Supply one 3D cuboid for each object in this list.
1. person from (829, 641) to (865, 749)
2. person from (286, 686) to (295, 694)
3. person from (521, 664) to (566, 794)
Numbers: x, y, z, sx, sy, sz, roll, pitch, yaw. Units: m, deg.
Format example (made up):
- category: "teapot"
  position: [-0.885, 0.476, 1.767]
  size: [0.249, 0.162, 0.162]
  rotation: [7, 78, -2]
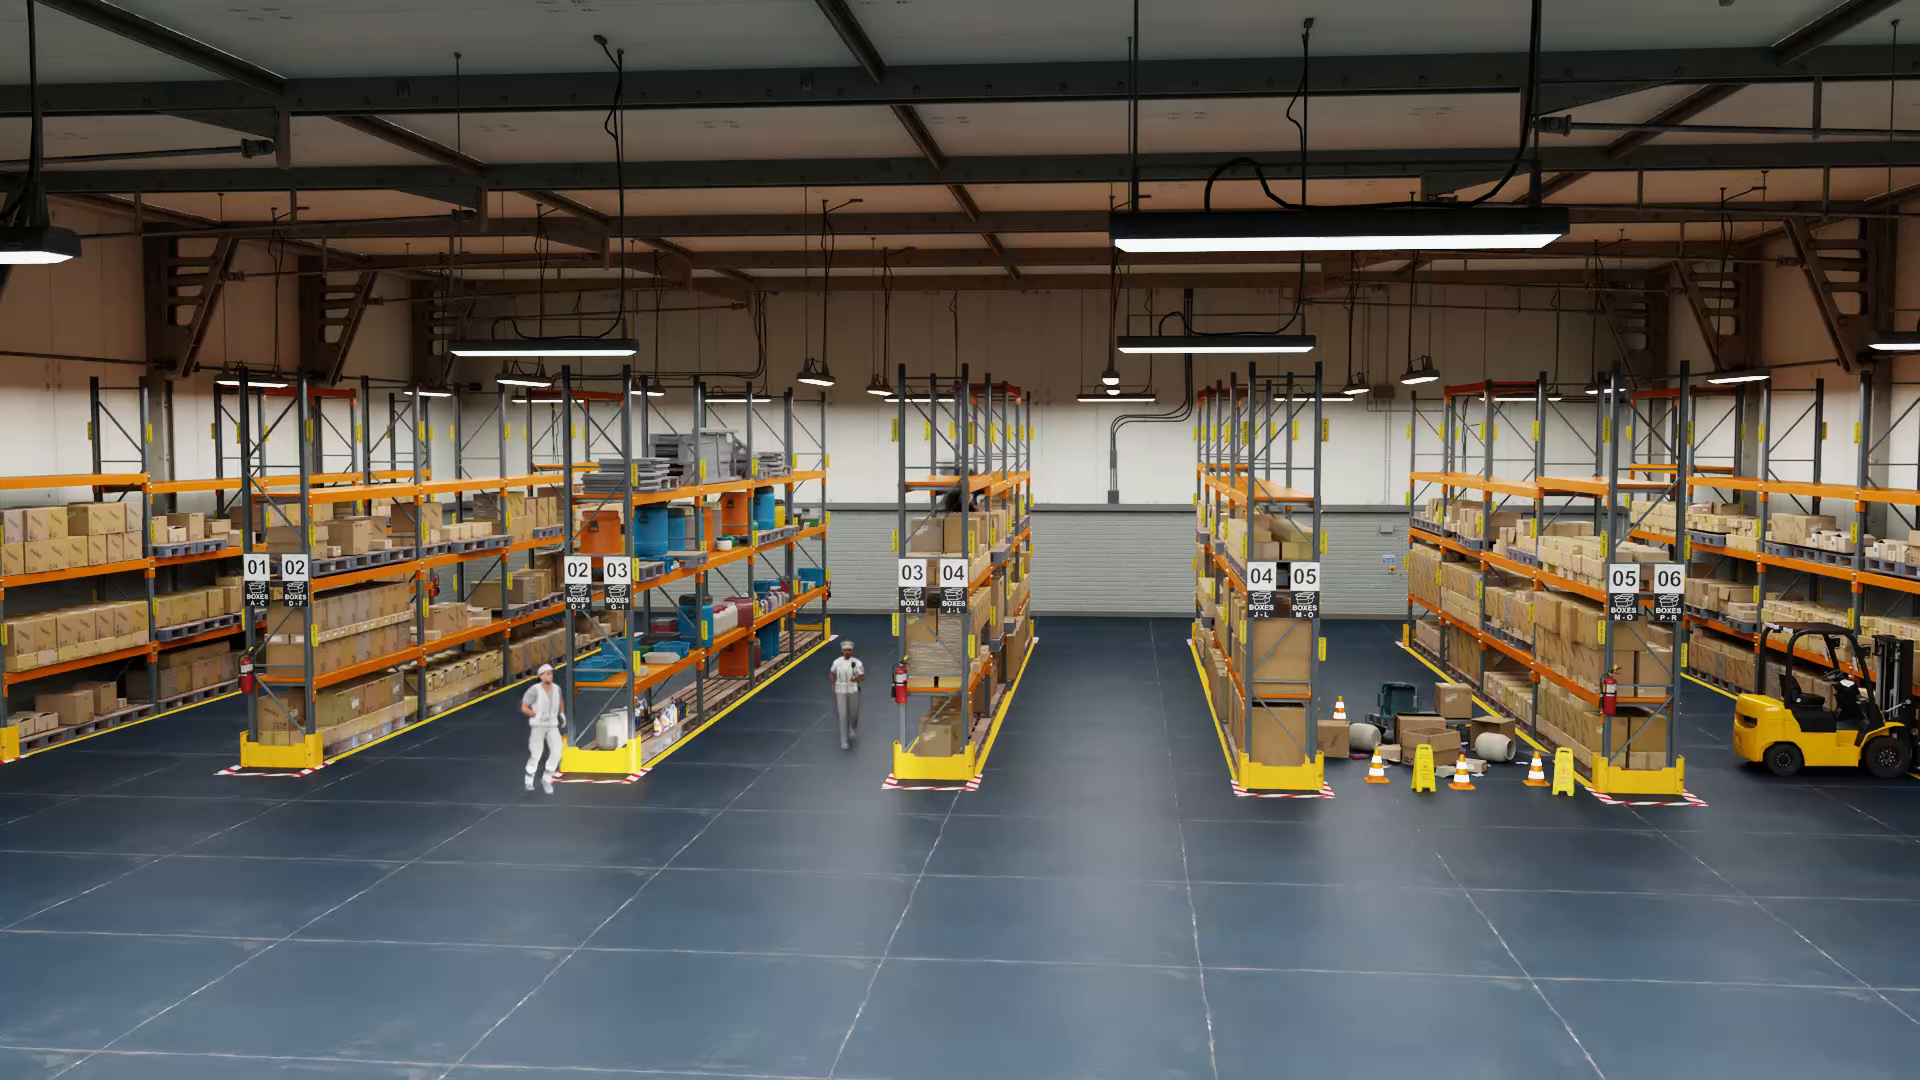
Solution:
- category: "person"
  position: [-1.801, 2.440, 26.579]
  size: [0.583, 1.674, 0.899]
  rotation: [0, 4, -4]
- category: "person"
  position: [-11.573, 2.328, 28.928]
  size: [0.544, 1.625, 0.651]
  rotation: [0, 4, 3]
- category: "person"
  position: [-5.767, 2.642, 23.174]
  size: [0.714, 1.834, 0.615]
  rotation: [-3, 5, -41]
